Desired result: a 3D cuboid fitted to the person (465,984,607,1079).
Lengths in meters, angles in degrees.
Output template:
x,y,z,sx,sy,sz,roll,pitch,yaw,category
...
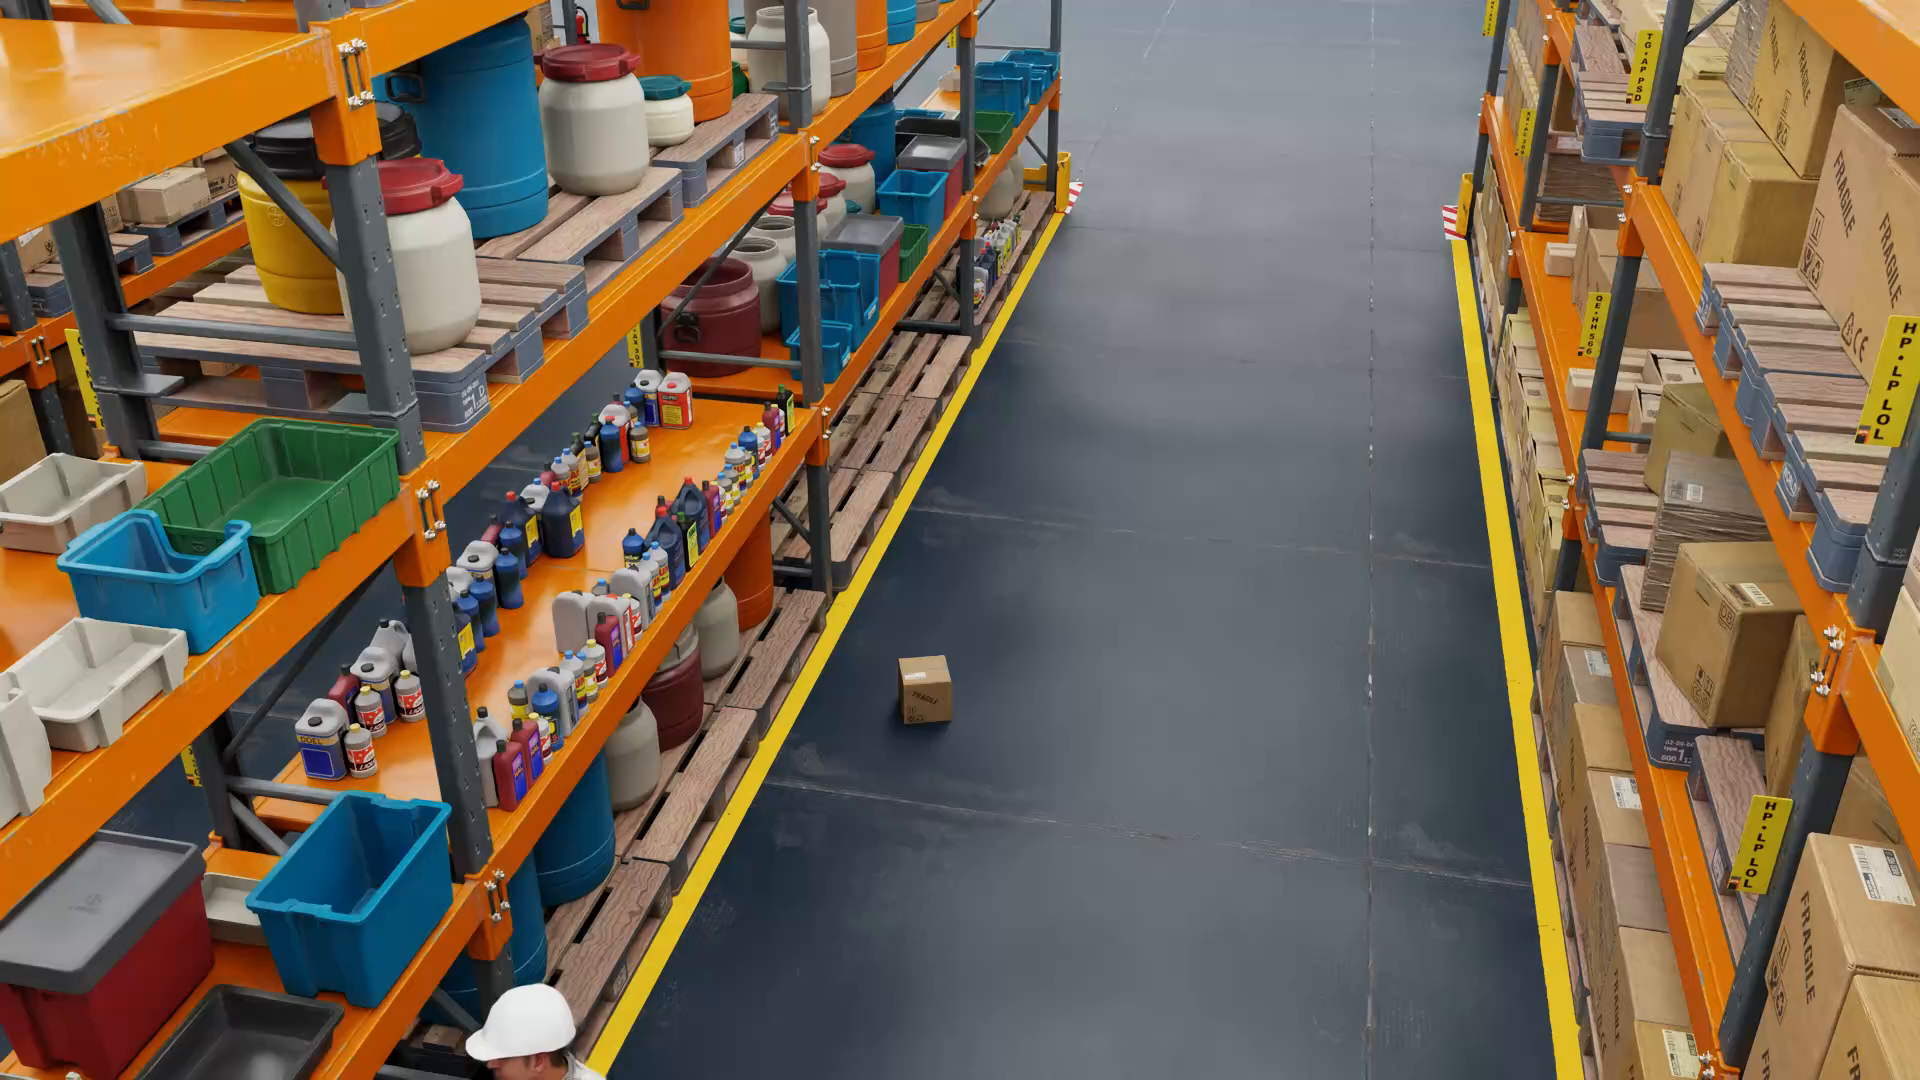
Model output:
x,y,z,sx,sy,sz,roll,pitch,yaw,category
-1.046,2.013,4.908,0.626,1.736,0.773,20,34,32,person
